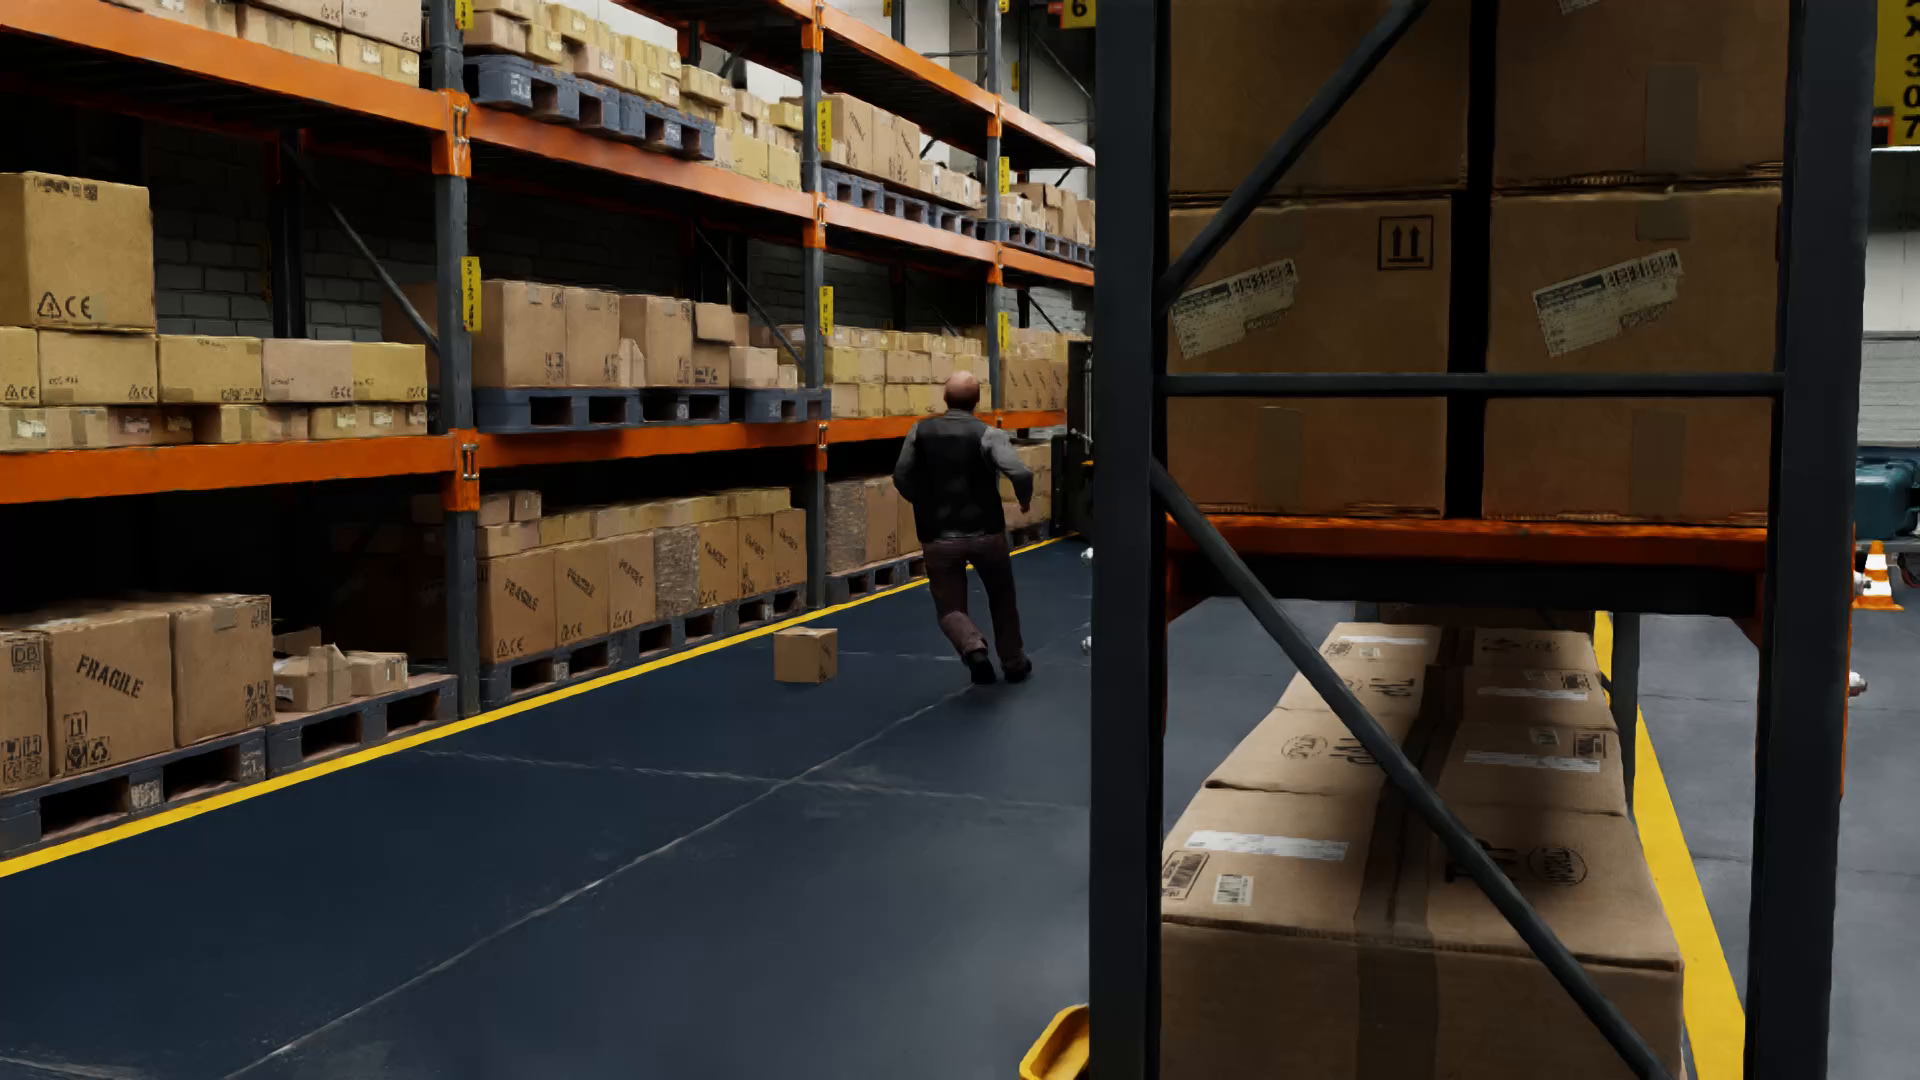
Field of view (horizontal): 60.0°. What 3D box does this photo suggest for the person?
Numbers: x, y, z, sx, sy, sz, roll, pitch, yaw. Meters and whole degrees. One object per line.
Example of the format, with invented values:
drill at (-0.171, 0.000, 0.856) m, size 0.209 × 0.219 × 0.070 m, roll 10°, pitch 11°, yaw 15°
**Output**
person at (0.029, -0.045, 8.285) m, size 0.729 × 1.603 × 0.983 m, roll 0°, pitch 5°, yaw -2°
